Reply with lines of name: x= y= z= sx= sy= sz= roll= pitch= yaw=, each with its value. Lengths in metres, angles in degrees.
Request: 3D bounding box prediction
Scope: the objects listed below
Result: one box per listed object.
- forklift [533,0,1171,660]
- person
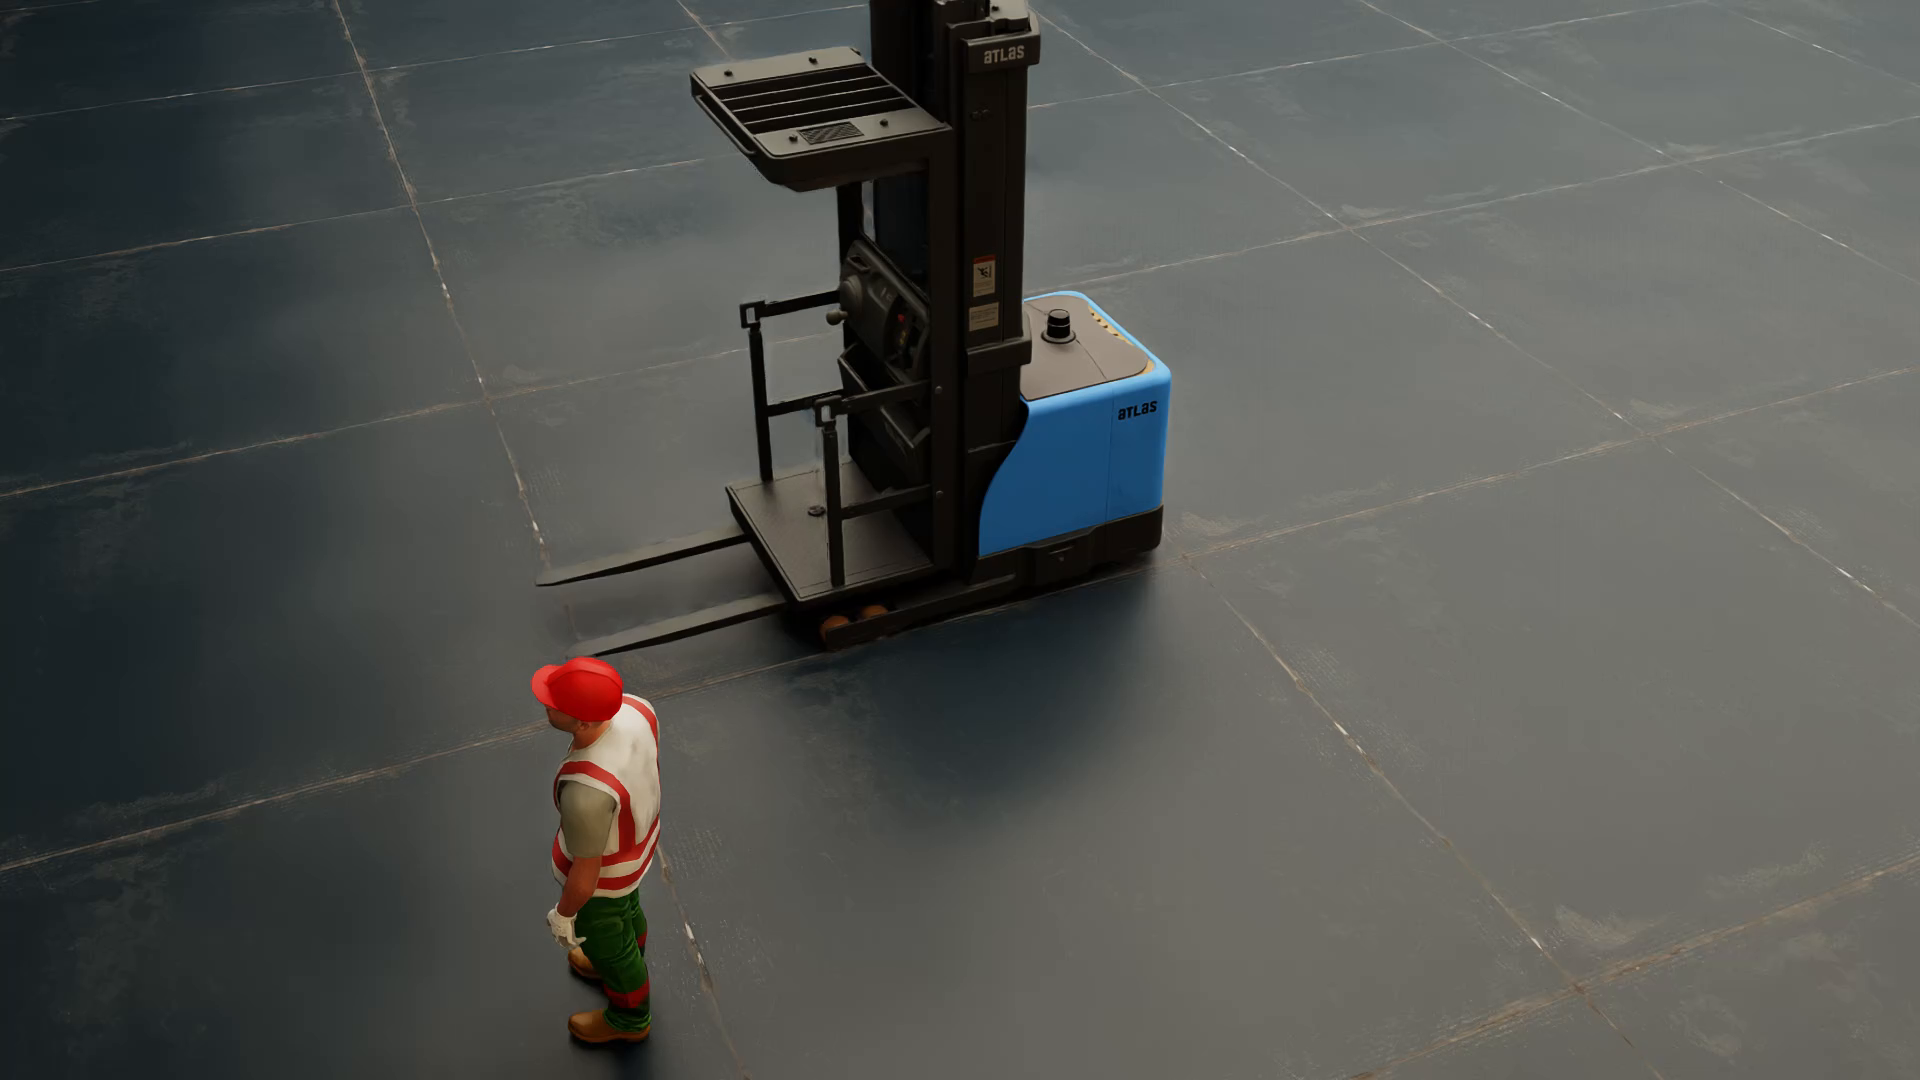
forklift: x=-0.534 y=-1.019 z=7.532 sx=3.031 sy=2.935 sz=1.130 roll=-15 pitch=38 yaw=-20
person: x=-1.264 y=1.053 z=5.591 sx=0.566 sy=1.786 sz=0.638 roll=7 pitch=36 yaw=9
